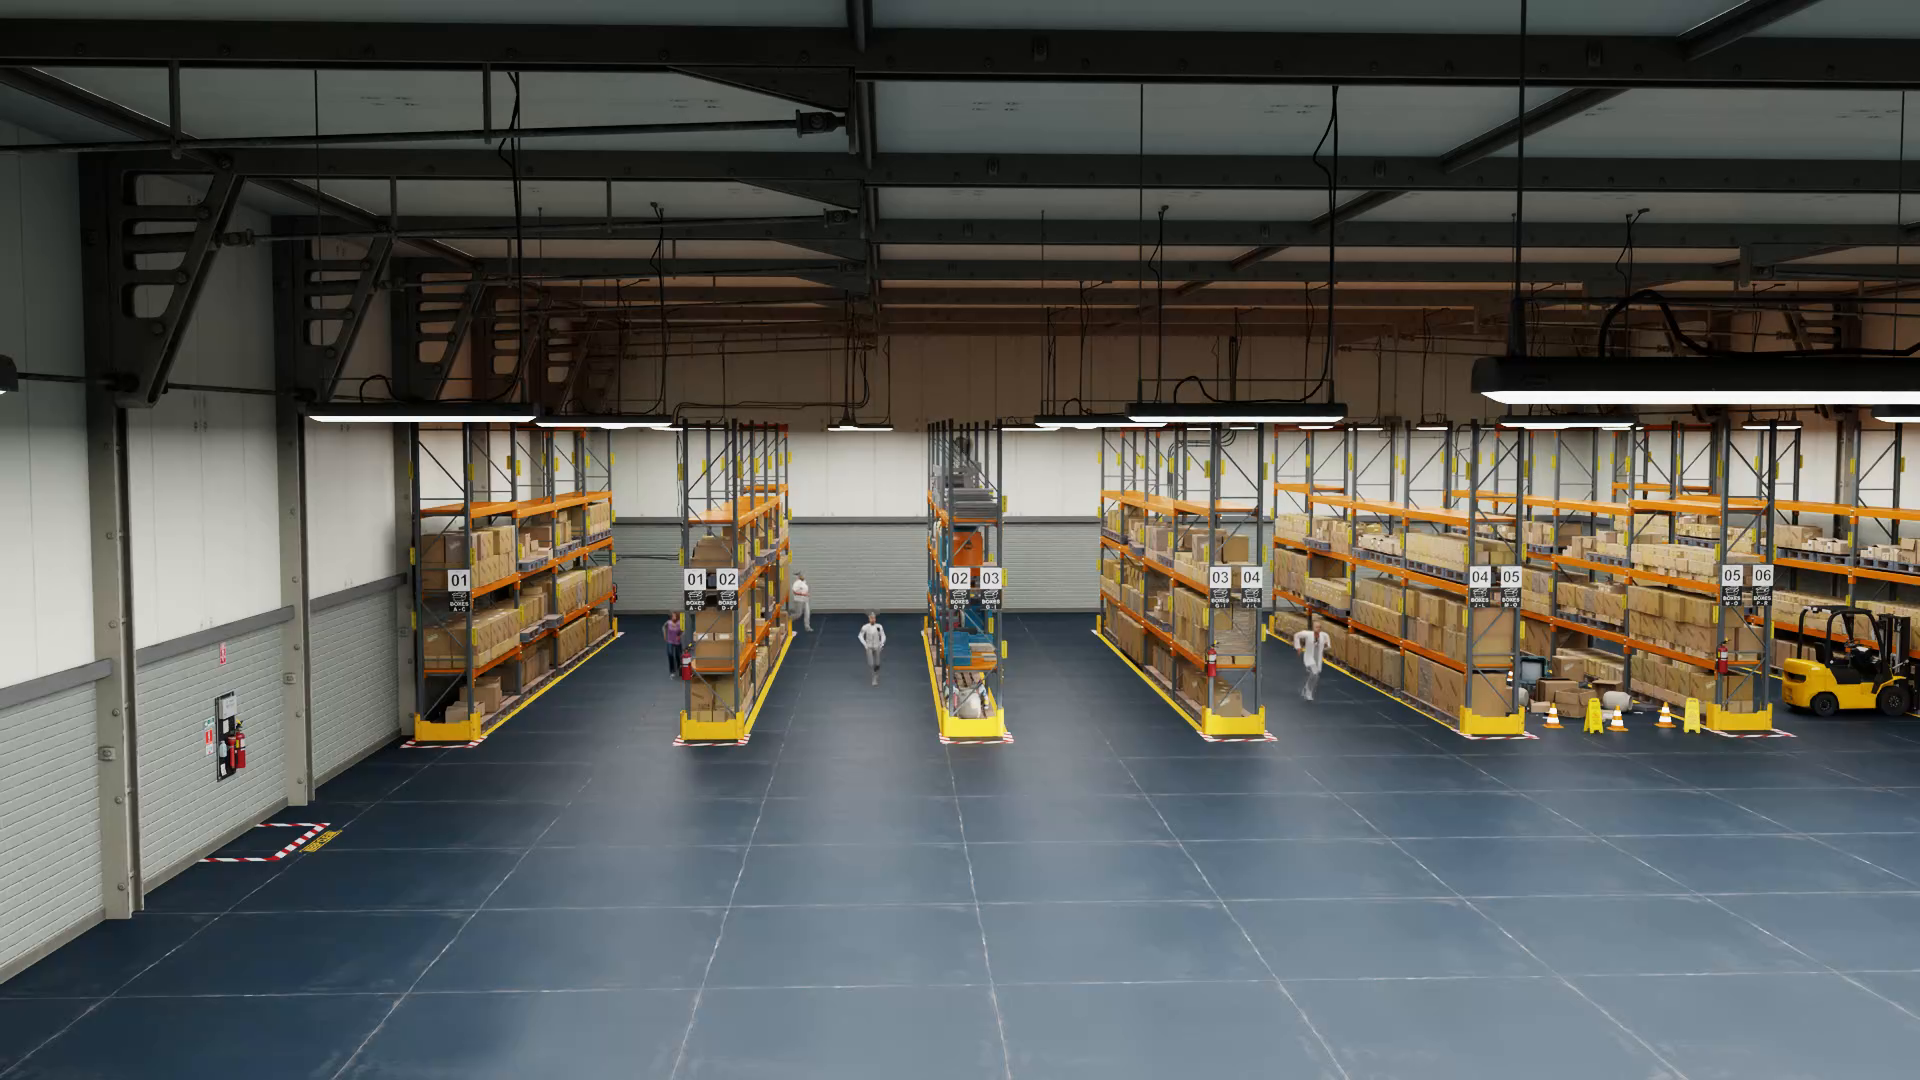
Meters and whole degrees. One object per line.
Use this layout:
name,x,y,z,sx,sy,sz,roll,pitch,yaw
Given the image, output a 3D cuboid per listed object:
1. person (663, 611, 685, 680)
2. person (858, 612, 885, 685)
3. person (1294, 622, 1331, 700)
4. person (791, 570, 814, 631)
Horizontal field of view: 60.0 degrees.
person,-6.684,2.440,38.973,0.566,1.589,0.841,0,4,-3
person,-2.013,2.463,38.035,0.628,1.662,0.553,-1,4,-8
person,7.528,2.575,35.488,0.690,1.706,0.954,-1,4,-15
person,-4.605,1.751,48.055,0.921,1.759,0.692,2,4,27
